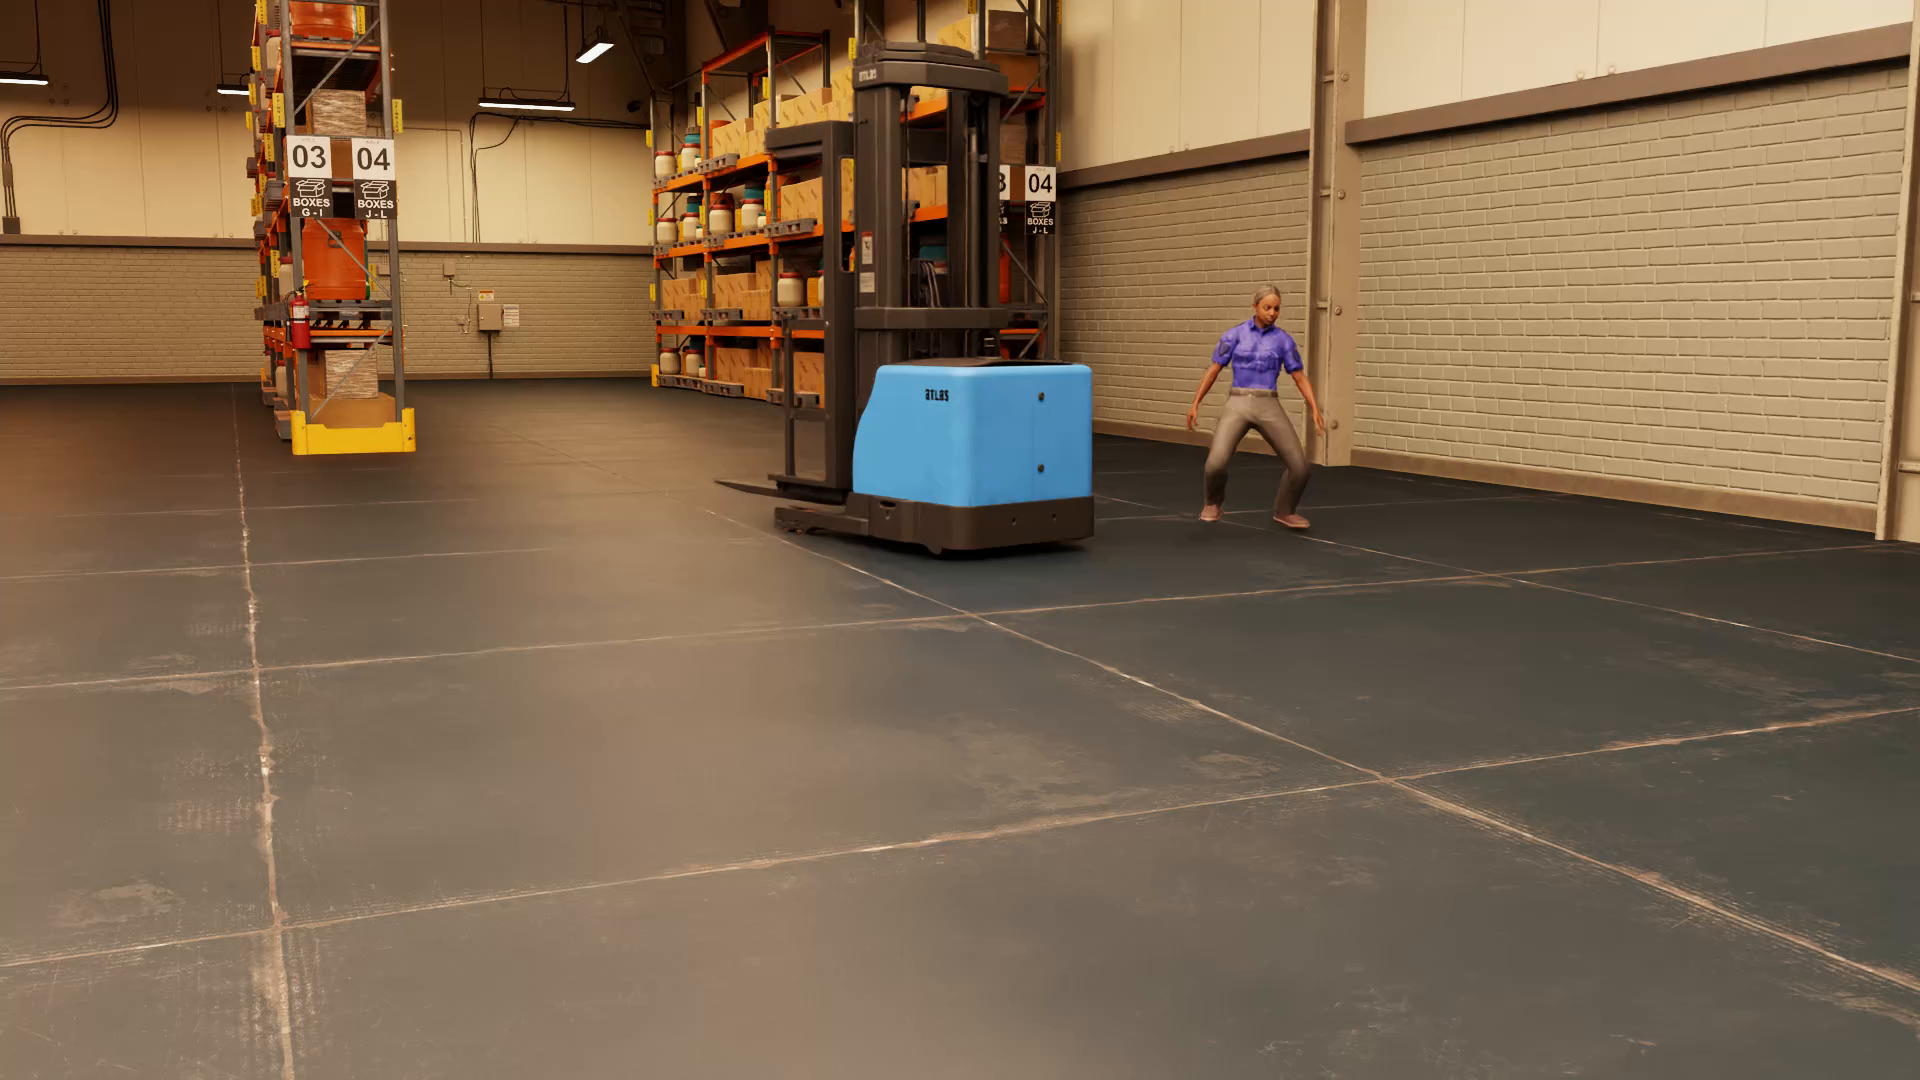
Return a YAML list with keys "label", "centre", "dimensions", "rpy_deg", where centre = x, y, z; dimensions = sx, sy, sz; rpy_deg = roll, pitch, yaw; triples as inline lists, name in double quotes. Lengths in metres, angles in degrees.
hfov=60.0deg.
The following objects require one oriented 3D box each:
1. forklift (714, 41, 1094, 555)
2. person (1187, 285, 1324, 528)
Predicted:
- label: "forklift"
  centre: [-0.520, -1.517, 10.450]
  dimensions: [1.130, 2.935, 3.031]
  rpy_deg: [-6, 10, -38]
- label: "person"
  centre: [1.842, -0.826, 10.400]
  dimensions: [0.836, 1.526, 0.535]
  rpy_deg: [1, 8, 7]
